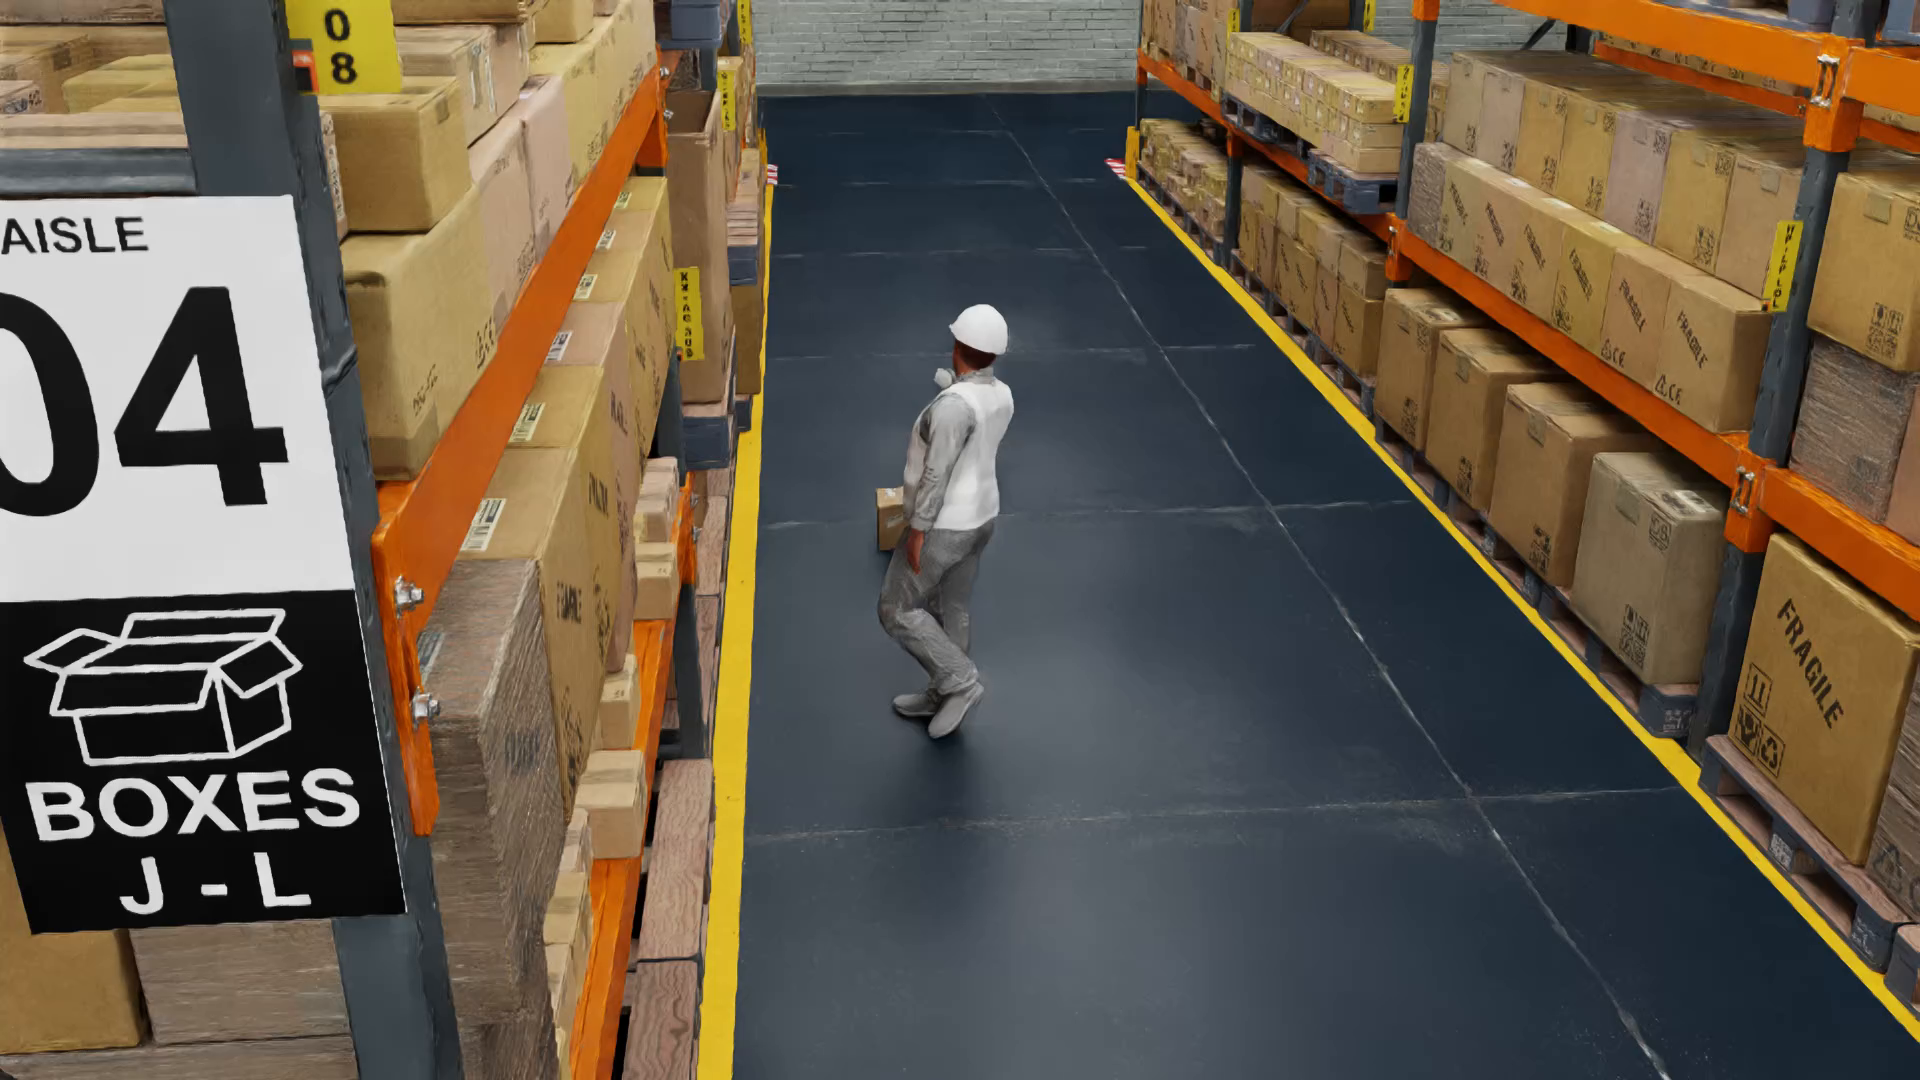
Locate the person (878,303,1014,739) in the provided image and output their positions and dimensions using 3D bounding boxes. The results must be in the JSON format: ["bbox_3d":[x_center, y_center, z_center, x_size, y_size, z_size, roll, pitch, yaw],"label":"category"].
[{"bbox_3d":[-0.050,-0.079,6.761,0.454,1.759,0.622,10,26,23],"label":"person"}]
